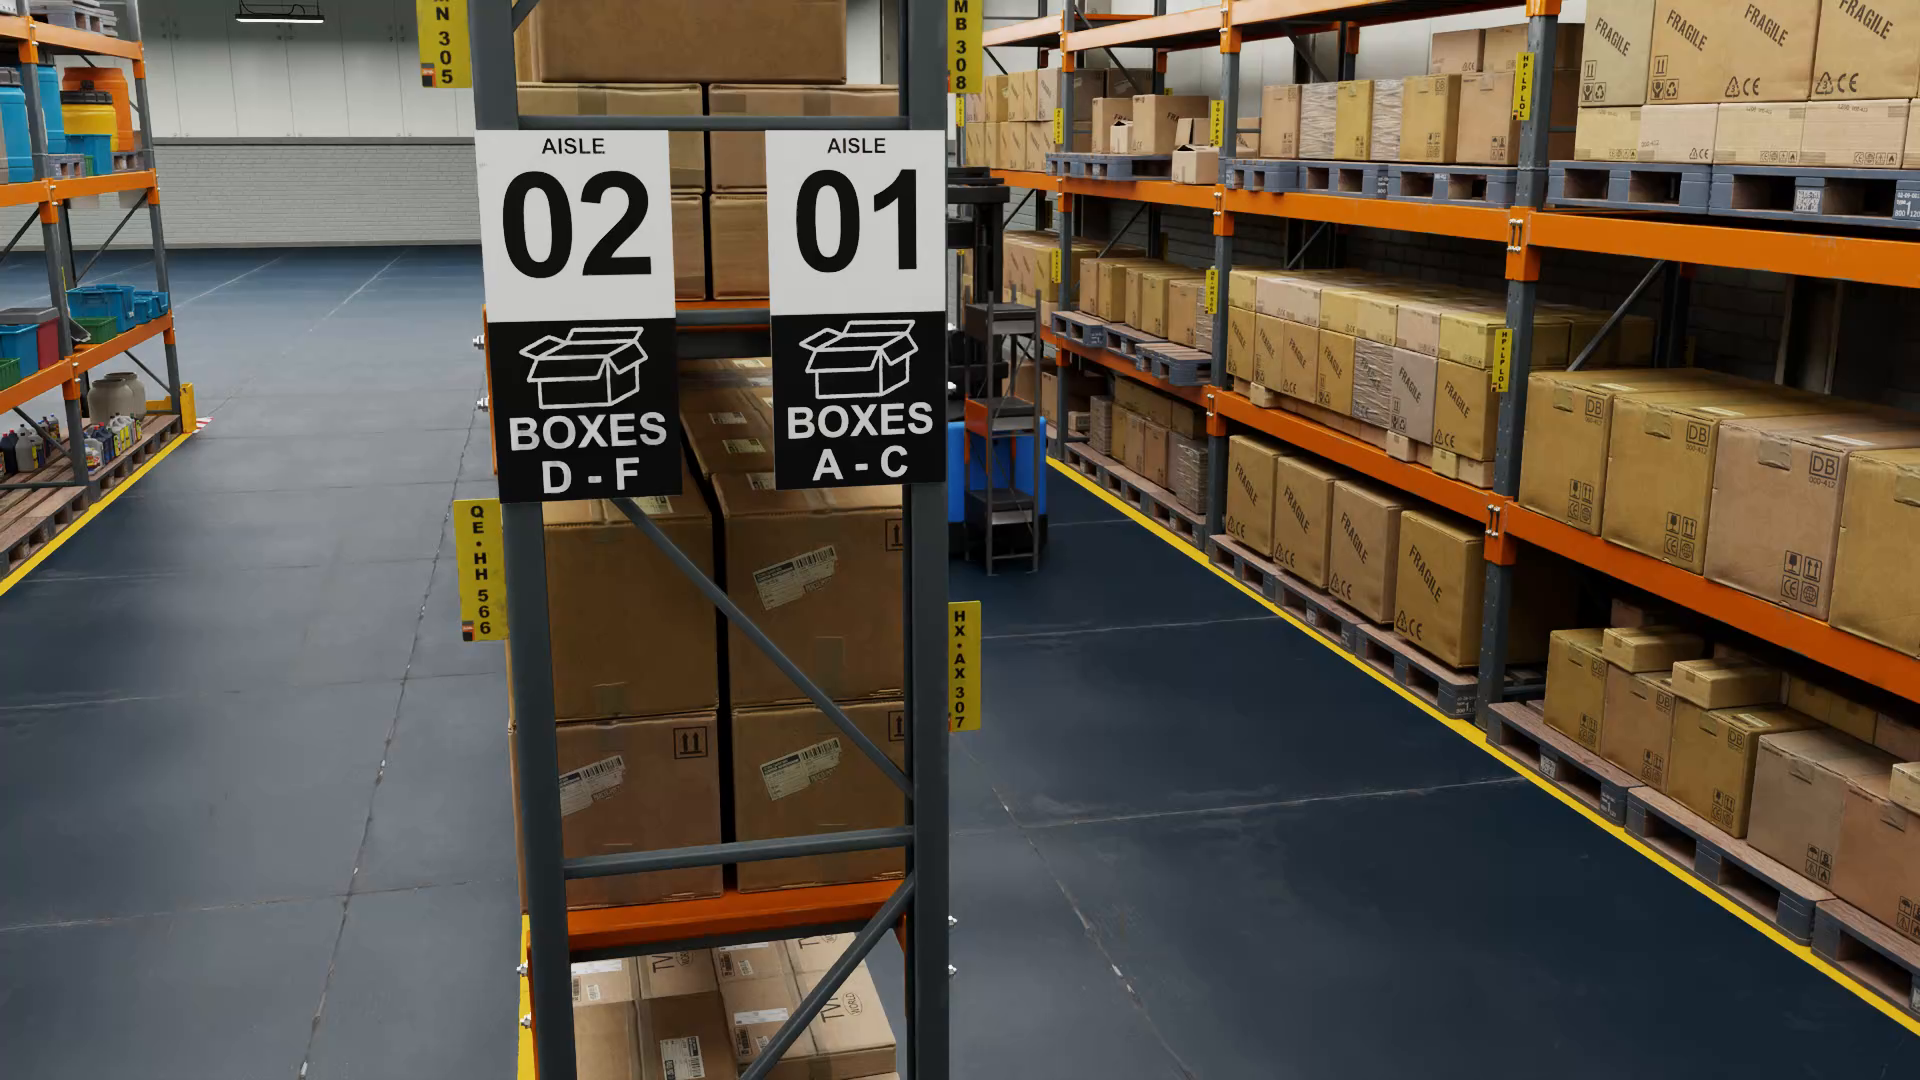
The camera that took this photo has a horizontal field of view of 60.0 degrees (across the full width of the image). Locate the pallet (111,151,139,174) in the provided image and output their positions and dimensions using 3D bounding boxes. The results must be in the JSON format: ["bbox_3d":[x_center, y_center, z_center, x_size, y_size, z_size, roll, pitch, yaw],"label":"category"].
[{"bbox_3d":[-9.001,-3.827,16.847,1.003,0.211,1.213,-3,14,-13],"label":"pallet"}]

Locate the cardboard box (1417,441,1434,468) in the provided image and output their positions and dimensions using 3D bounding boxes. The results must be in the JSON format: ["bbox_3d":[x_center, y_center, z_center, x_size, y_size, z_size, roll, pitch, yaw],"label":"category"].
[{"bbox_3d":[2.895,-0.510,9.683,0.380,0.149,0.250,-3,14,-11],"label":"cardboard box"}]

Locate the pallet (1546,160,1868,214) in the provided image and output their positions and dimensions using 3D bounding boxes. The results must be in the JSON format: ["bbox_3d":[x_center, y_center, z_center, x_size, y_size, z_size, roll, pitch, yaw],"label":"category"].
[{"bbox_3d":[3.530,-1.666,7.793,1.003,0.211,1.213,-3,14,-13],"label":"pallet"}]

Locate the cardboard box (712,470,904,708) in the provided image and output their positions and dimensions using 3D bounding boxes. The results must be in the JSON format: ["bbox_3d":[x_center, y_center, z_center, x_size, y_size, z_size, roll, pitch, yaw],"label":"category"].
[{"bbox_3d":[-0.374,0.107,4.351,0.500,0.500,0.500,-3,14,-11],"label":"cardboard box"}]

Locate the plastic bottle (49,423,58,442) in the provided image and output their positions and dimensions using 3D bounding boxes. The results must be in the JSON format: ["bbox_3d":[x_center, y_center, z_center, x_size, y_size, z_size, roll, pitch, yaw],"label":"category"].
[{"bbox_3d":[-8.953,-1.052,16.383,0.097,0.201,0.097,0,14,0],"label":"plastic bottle"}]

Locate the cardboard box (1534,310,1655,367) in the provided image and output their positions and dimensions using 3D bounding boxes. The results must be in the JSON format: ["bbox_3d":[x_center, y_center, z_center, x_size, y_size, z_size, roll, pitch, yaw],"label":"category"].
[{"bbox_3d":[3.494,-1.129,9.269,0.500,0.250,0.500,-3,14,-11],"label":"cardboard box"}]

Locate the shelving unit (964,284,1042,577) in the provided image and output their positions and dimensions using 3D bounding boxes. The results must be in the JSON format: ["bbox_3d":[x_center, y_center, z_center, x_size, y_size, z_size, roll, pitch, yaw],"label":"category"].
[{"bbox_3d":[0.309,-0.815,12.339,0.431,2.100,0.503,-5,15,-19],"label":"shelving unit"}]

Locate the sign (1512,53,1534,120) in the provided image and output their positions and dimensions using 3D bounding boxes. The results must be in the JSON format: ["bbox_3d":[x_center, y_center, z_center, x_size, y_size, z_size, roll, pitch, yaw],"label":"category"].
[{"bbox_3d":[2.823,-2.270,8.326,0.100,0.325,0.005,-3,14,-13],"label":"sign"}]

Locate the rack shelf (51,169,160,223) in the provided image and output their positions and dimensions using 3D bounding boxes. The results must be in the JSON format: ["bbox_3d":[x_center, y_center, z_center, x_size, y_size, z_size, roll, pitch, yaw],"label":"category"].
[{"bbox_3d":[-8.630,-3.304,15.825,1.077,0.370,4.000,-3,14,-13],"label":"rack shelf"}]

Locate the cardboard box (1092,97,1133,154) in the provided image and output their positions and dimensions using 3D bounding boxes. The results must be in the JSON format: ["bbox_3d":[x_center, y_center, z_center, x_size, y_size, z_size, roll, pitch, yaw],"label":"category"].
[{"bbox_3d":[1.520,-3.866,15.515,0.500,0.500,0.500,-1,14,-5],"label":"cardboard box"}]

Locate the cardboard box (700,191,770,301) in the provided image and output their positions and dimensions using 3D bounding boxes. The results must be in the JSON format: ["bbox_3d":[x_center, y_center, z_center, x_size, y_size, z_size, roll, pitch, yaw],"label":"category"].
[{"bbox_3d":[-0.400,-0.759,4.208,0.500,0.250,0.500,-3,14,-13],"label":"cardboard box"}]

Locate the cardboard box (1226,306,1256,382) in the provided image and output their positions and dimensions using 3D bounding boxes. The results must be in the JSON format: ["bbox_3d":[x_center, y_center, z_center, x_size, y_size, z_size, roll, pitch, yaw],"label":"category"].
[{"bbox_3d":[2.274,-1.441,12.124,0.500,0.500,0.500,-3,14,-12],"label":"cardboard box"}]

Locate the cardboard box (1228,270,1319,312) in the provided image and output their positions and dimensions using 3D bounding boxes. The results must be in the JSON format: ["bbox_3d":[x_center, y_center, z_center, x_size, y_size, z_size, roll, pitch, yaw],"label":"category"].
[{"bbox_3d":[2.272,-1.806,12.037,0.500,0.250,0.500,-3,14,-12],"label":"cardboard box"}]

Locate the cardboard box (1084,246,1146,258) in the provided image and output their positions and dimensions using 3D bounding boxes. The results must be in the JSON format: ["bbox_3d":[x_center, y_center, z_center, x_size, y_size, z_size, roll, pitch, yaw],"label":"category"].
[{"bbox_3d":[1.562,-2.708,16.886,0.500,0.500,0.500,-4,14,-14],"label":"cardboard box"}]

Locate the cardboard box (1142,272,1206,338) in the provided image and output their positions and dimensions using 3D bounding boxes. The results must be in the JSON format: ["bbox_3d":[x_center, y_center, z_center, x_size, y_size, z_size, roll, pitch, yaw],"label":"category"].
[{"bbox_3d":[1.975,-2.021,14.239,0.700,0.500,0.500,-3,14,-13],"label":"cardboard box"}]

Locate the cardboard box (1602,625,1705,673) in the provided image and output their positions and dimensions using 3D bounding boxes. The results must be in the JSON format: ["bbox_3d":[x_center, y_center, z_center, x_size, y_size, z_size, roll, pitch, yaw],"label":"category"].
[{"bbox_3d":[3.327,0.521,7.989,0.380,0.149,0.250,-3,14,-11],"label":"cardboard box"}]

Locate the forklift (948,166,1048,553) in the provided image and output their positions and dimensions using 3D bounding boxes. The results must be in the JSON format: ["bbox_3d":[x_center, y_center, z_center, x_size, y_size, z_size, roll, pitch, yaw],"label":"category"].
[{"bbox_3d":[-0.285,-1.616,13.864,1.130,2.935,3.031,-5,15,-19],"label":"forklift"}]

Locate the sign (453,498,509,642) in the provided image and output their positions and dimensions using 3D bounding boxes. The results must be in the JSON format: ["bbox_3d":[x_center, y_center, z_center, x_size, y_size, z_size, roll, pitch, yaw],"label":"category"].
[{"bbox_3d":[-1.071,0.069,3.720,0.100,0.325,0.005,-3,14,-13],"label":"sign"}]

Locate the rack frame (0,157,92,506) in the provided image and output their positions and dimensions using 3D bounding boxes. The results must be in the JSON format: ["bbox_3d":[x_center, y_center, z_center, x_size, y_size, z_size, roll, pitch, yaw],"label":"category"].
[{"bbox_3d":[-8.160,-1.735,14.207,1.000,3.000,0.127,-3,14,-13],"label":"rack frame"}]

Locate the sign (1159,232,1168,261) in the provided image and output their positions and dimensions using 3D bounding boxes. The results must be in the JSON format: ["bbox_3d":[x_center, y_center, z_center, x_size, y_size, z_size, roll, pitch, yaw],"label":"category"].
[{"bbox_3d":[2.008,-2.881,16.460,0.100,0.325,0.005,-3,14,-13],"label":"sign"}]

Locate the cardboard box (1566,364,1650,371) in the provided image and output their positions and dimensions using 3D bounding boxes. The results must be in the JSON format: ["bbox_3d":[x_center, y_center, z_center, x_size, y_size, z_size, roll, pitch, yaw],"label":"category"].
[{"bbox_3d":[3.485,-0.764,9.356,0.500,0.500,0.500,-4,14,-15],"label":"cardboard box"}]

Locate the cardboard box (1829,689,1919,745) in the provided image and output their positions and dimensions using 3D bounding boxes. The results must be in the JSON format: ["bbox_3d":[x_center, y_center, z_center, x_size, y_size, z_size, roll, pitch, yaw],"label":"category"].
[{"bbox_3d":[3.951,0.746,7.069,0.380,0.149,0.250,-3,14,-13],"label":"cardboard box"}]

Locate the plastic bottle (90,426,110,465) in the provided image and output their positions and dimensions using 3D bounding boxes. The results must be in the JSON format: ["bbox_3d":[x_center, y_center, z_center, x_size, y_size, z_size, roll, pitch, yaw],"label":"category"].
[{"bbox_3d":[-7.947,-0.871,15.326,0.144,0.351,0.185,-3,14,-12],"label":"plastic bottle"}]

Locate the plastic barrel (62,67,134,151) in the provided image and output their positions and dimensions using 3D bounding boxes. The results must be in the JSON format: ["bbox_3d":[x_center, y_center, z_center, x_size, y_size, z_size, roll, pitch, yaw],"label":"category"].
[{"bbox_3d":[-8.862,-4.422,17.098,0.600,0.830,0.708,-3,14,-13],"label":"plastic barrel"}]

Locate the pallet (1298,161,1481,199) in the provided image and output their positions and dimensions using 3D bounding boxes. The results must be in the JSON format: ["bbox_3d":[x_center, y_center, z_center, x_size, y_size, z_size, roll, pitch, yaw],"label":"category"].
[{"bbox_3d":[2.877,-2.326,10.706,1.003,0.211,1.213,-3,14,-11],"label":"pallet"}]

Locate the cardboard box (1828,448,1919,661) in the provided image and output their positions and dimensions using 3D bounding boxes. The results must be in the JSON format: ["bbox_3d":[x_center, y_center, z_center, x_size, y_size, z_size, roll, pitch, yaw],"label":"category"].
[{"bbox_3d":[3.977,0.051,6.265,0.980,0.700,0.700,-3,14,-14],"label":"cardboard box"}]

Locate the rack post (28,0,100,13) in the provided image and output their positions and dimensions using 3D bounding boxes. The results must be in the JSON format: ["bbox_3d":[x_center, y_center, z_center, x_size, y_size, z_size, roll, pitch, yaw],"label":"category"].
[{"bbox_3d":[-8.614,-5.090,15.459,0.937,0.300,0.954,-4,14,-14],"label":"rack post"}]

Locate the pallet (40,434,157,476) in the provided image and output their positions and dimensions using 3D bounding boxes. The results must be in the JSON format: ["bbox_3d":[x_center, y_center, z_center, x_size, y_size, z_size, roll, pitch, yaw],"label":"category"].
[{"bbox_3d":[-8.568,-0.819,16.336,1.003,0.211,1.213,-3,14,-13],"label":"pallet"}]

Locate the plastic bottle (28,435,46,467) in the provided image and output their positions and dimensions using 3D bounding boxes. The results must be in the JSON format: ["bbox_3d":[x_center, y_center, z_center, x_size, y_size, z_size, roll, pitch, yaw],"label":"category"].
[{"bbox_3d":[-8.499,-0.816,15.260,0.152,0.276,0.135,-3,14,-13],"label":"plastic bottle"}]

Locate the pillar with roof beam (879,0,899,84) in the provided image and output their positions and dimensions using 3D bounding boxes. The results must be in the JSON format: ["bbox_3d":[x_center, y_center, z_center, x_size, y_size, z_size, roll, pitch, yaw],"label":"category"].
[{"bbox_3d":[-5.467,-8.539,29.418,9.100,9.000,0.400,-3,14,-13],"label":"pillar with roof beam"}]

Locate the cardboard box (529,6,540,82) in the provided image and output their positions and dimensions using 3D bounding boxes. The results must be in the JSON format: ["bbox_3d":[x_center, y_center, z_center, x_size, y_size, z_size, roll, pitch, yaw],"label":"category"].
[{"bbox_3d":[-0.920,-1.580,4.937,0.700,0.500,0.500,-3,14,-13],"label":"cardboard box"}]

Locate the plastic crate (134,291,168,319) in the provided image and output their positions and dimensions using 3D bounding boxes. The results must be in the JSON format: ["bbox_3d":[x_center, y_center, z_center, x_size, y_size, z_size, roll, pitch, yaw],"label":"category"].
[{"bbox_3d":[-8.691,-2.487,17.598,0.499,0.251,0.616,-3,14,-13],"label":"plastic crate"}]

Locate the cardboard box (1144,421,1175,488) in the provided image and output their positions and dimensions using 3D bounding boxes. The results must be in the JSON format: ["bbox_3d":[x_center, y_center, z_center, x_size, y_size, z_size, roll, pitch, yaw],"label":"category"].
[{"bbox_3d":[2.037,-0.765,14.579,0.700,0.500,0.500,-3,14,-13],"label":"cardboard box"}]

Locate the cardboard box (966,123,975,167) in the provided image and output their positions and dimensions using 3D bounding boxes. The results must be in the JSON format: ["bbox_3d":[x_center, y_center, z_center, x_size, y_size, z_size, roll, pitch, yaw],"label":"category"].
[{"bbox_3d":[0.366,-4.634,19.502,0.500,0.500,0.500,-3,14,-12],"label":"cardboard box"}]

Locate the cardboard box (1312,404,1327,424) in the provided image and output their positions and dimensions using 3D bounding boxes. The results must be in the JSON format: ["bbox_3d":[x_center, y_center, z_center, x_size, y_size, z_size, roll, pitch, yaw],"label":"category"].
[{"bbox_3d":[2.590,-0.868,11.146,0.380,0.149,0.250,-3,14,-12],"label":"cardboard box"}]

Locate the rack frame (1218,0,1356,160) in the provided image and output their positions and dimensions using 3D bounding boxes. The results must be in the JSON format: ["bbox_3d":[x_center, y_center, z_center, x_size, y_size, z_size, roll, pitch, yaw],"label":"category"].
[{"bbox_3d":[2.409,-4.278,11.979,1.000,3.000,0.127,-3,14,-13],"label":"rack frame"}]

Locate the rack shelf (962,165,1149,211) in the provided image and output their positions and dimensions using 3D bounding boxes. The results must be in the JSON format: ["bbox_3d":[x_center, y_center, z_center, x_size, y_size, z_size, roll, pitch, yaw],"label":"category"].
[{"bbox_3d":[1.000,-3.856,18.086,1.077,0.370,4.000,-3,14,-13],"label":"rack shelf"}]

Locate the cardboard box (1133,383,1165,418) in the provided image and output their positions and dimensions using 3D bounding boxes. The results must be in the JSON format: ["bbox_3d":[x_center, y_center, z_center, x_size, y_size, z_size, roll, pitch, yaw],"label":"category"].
[{"bbox_3d":[1.891,-1.261,15.026,0.500,0.250,0.500,-4,14,-15],"label":"cardboard box"}]

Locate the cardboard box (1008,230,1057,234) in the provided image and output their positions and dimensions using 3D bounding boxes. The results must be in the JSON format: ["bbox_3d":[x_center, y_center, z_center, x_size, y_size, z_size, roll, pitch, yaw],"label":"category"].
[{"bbox_3d":[0.847,-3.414,19.774,0.500,0.500,0.500,-3,14,-14],"label":"cardboard box"}]

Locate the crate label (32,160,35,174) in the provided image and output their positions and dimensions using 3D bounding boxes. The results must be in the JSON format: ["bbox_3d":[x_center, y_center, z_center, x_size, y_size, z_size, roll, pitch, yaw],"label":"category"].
[{"bbox_3d":[-8.981,-3.592,15.803,0.502,0.251,0.408,-3,14,-13],"label":"crate label"}]

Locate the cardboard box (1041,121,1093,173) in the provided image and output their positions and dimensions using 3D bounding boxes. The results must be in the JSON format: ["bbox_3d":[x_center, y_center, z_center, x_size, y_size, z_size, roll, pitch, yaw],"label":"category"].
[{"bbox_3d":[1.110,-3.906,16.520,0.500,0.500,0.500,-3,14,-12],"label":"cardboard box"}]

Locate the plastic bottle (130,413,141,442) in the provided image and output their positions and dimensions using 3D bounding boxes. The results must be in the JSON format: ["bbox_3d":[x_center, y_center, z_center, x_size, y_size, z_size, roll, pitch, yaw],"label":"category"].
[{"bbox_3d":[-8.197,-1.127,16.514,0.061,0.283,0.133,-3,14,-12],"label":"plastic bottle"}]

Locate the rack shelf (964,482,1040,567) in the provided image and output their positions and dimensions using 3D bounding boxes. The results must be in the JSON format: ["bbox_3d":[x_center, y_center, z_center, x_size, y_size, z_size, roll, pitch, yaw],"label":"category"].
[{"bbox_3d":[0.309,-0.122,12.509,0.431,0.518,0.480,-5,15,-19],"label":"rack shelf"}]

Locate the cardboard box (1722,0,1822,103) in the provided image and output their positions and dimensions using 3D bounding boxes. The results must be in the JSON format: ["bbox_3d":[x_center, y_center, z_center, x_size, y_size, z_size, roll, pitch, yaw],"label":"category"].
[{"bbox_3d":[3.491,-2.031,6.738,0.500,0.500,0.500,-3,14,-13],"label":"cardboard box"}]

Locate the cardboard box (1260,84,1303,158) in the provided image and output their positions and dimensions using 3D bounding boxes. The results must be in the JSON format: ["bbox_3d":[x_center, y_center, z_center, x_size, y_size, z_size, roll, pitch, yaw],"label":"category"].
[{"bbox_3d":[2.577,-2.977,11.834,0.700,0.500,0.500,-4,14,-18],"label":"cardboard box"}]

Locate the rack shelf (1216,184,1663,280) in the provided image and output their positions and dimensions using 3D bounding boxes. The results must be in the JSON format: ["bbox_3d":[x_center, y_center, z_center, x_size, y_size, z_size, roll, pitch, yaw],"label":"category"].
[{"bbox_3d":[2.879,-2.010,10.531,1.077,0.370,4.000,-3,14,-13],"label":"rack shelf"}]

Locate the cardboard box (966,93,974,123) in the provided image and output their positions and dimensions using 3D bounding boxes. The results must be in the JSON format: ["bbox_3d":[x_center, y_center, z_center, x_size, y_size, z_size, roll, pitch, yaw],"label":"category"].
[{"bbox_3d":[0.385,-5.108,19.337,0.500,0.500,0.500,-4,14,-17],"label":"cardboard box"}]

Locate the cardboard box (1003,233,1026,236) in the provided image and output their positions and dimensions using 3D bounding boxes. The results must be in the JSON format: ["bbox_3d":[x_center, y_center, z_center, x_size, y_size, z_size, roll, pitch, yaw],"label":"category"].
[{"bbox_3d":[0.457,-3.269,19.183,0.500,0.500,0.500,-3,14,-13],"label":"cardboard box"}]

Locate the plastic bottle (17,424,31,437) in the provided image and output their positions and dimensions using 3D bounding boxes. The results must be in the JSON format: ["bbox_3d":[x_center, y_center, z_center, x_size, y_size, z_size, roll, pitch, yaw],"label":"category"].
[{"bbox_3d":[-8.713,-0.913,15.498,0.144,0.351,0.185,-3,14,-14],"label":"plastic bottle"}]

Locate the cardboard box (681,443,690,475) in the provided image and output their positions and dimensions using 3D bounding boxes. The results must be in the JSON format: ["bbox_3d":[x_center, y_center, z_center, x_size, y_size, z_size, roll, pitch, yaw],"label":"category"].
[{"bbox_3d":[-1.018,0.020,4.707,0.500,0.500,0.500,-3,14,-12],"label":"cardboard box"}]
